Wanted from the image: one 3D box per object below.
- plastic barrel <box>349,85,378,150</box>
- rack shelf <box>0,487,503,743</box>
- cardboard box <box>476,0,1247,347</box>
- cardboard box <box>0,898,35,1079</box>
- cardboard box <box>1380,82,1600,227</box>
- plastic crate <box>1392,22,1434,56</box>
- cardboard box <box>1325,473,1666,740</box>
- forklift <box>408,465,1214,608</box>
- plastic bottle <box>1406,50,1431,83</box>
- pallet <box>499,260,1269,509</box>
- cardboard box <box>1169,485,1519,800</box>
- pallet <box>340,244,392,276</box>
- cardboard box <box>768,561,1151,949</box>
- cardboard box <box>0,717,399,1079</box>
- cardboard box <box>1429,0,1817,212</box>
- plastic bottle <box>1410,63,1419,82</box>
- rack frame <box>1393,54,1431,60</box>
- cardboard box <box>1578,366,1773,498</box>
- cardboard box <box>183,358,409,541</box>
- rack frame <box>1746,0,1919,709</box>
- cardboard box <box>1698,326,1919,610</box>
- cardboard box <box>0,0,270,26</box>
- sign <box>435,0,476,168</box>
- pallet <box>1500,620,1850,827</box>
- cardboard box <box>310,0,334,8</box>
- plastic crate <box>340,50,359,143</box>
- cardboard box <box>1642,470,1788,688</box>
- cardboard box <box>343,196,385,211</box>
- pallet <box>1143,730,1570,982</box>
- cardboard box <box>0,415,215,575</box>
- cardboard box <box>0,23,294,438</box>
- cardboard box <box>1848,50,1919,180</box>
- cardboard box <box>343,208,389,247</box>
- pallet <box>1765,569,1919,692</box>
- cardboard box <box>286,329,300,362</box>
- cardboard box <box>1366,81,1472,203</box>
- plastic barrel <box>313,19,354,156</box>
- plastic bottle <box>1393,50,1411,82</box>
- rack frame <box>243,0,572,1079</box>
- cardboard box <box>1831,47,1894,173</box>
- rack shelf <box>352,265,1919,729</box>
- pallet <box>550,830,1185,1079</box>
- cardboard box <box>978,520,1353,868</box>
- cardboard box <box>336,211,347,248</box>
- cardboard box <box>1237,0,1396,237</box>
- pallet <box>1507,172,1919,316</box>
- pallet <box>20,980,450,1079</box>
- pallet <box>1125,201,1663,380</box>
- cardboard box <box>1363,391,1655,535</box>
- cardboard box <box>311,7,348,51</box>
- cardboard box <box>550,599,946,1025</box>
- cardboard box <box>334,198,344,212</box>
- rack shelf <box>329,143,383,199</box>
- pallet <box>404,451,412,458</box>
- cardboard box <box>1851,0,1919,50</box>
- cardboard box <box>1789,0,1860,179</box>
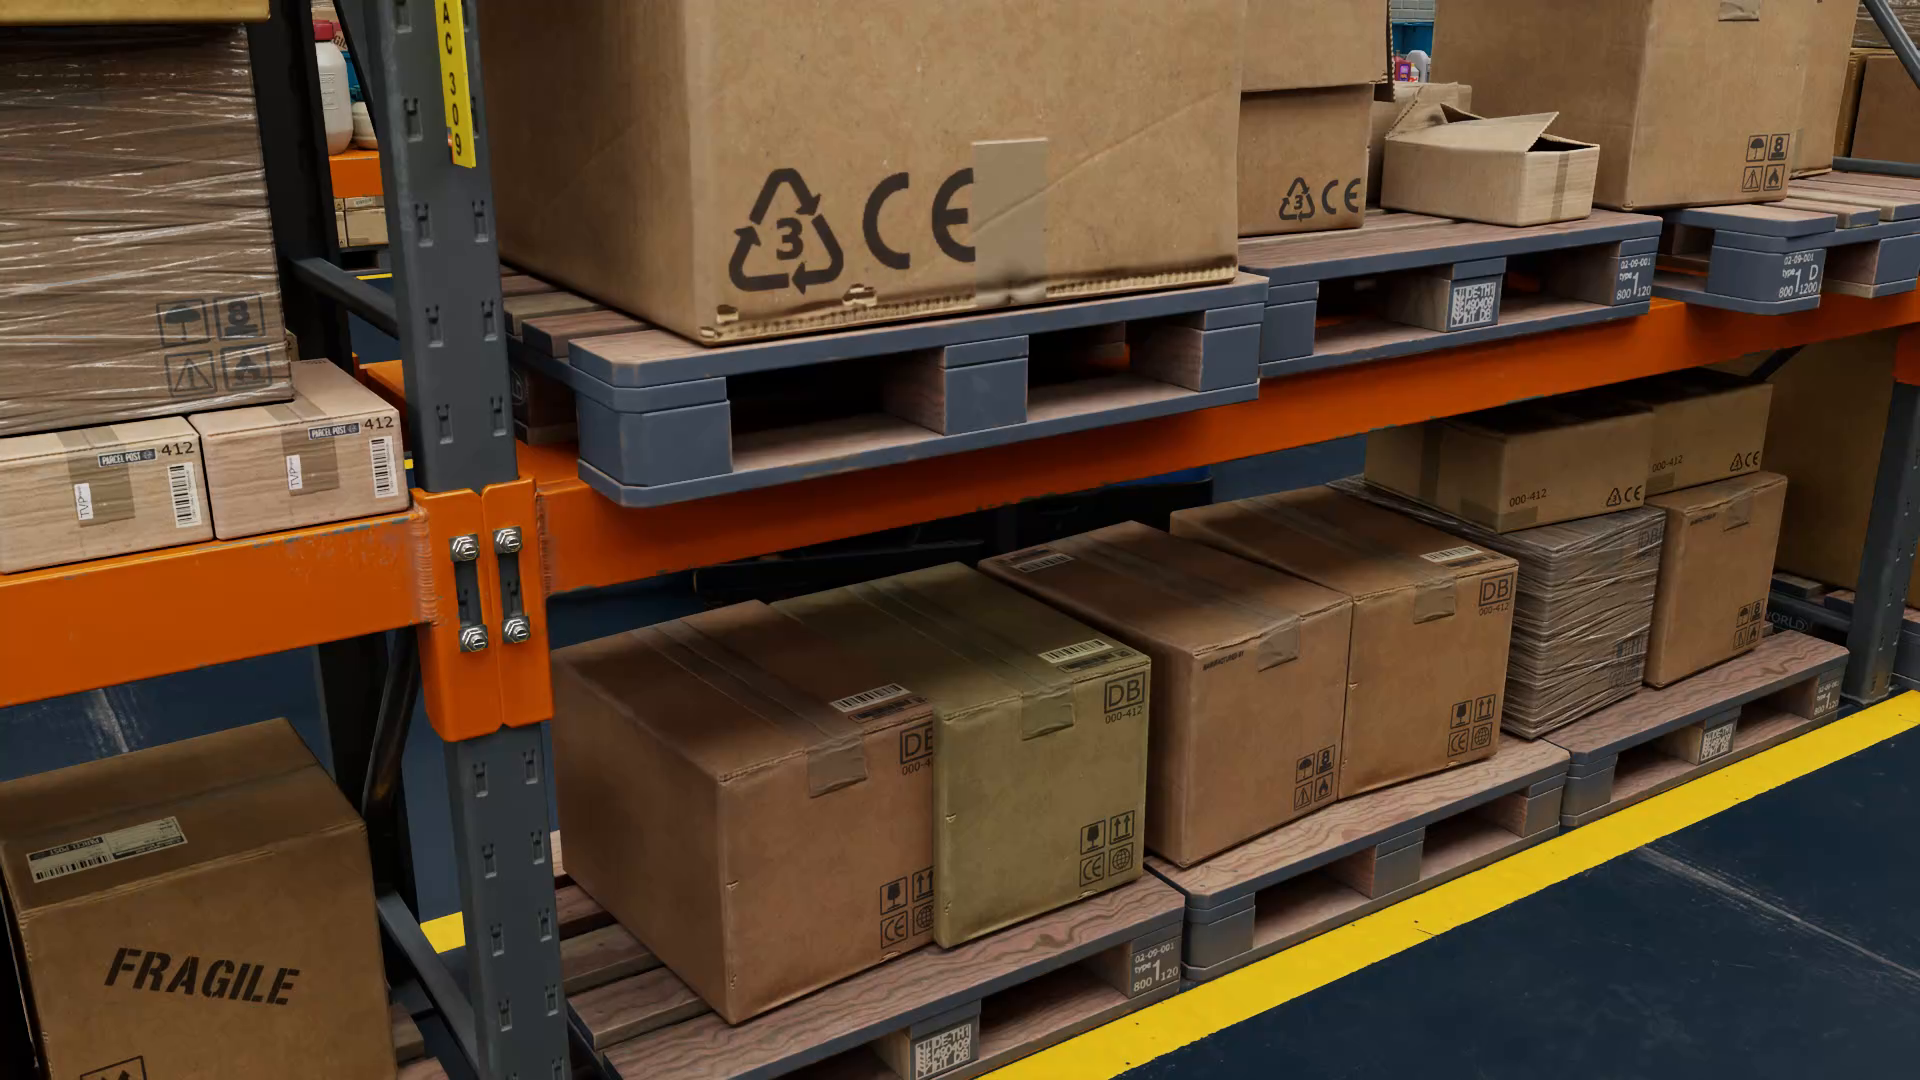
[{"bbox_3d":[-2.485,-1.825,7.177,0.301,0.262,0.301,0,19,0],"label":"plastic barrel"},{"bbox_3d":[-2.621,0.319,1.741,4.000,0.370,1.077,-12,22,-31],"label":"rack shelf"},{"bbox_3d":[-0.210,-0.960,2.807,1.000,1.000,1.000,-12,22,-31],"label":"cardboard box"},{"bbox_3d":[-1.781,0.774,2.519,0.500,0.500,0.500,-5,19,-14],"label":"cardboard box"},{"bbox_3d":[1.146,-0.848,3.623,0.258,0.266,0.396,-13,22,-33],"label":"cardboard box"},{"bbox_3d":[3.209,-3.302,11.260,0.575,0.384,0.392,-12,22,-31],"label":"plastic crate"},{"bbox_3d":[1.386,0.122,4.417,0.500,0.500,0.700,-14,23,-36],"label":"cardboard box"},{"bbox_3d":[-0.663,-1.347,5.653,3.031,2.935,1.130,-5,19,-14],"label":"forklift"},{"bbox_3d":[2.856,-2.893,10.313,0.135,0.276,0.152,-12,22,-31],"label":"plastic bottle"},{"bbox_3d":[-0.232,-0.379,2.981,1.213,0.211,1.003,-12,22,-31],"label":"pallet"},{"bbox_3d":[0.916,0.223,4.117,0.500,0.500,0.700,-10,21,-27],"label":"cardboard box"},{"bbox_3d":[-4.782,-2.060,12.008,1.213,0.211,1.003,-12,22,-31],"label":"pallet"},{"bbox_3d":[-0.017,0.420,3.534,0.500,0.500,0.700,-12,22,-32],"label":"cardboard box"},{"bbox_3d":[-1.306,0.671,2.824,0.500,0.500,0.500,-13,22,-33],"label":"cardboard box"},{"bbox_3d":[1.550,-1.094,3.985,0.500,0.500,0.700,-8,20,-23],"label":"cardboard box"},{"bbox_3d":[2.774,-2.830,10.243,0.097,0.201,0.097,0,19,0],"label":"plastic bottle"},{"bbox_3d":[3.007,-3.108,10.754,0.127,3.000,1.000,-12,22,-31],"label":"rack frame"},{"bbox_3d":[1.847,-0.332,4.589,0.500,0.250,0.500,-11,22,-29],"label":"cardboard box"},{"bbox_3d":[-0.968,-0.139,2.363,0.250,0.149,0.380,-12,22,-31],"label":"cardboard box"},{"bbox_3d":[2.390,-1.079,4.752,0.127,3.000,1.000,-12,22,-31],"label":"rack frame"},{"bbox_3d":[2.978,-0.387,5.368,0.875,0.875,1.225,-13,23,-34],"label":"cardboard box"},{"bbox_3d":[-1.175,-0.883,1.992,0.500,0.500,0.500,-12,22,-31],"label":"cardboard box"},{"bbox_3d":[-0.646,-0.640,2.104,0.005,0.325,0.100,-12,22,-31],"label":"sign"},{"bbox_3d":[1.737,0.380,4.792,1.213,0.211,1.003,-12,22,-31],"label":"pallet"},{"bbox_3d":[-6.169,-5.224,16.169,0.500,0.500,0.700,-15,24,-38],"label":"cardboard box"},{"bbox_3d":[-2.924,-1.969,7.410,0.575,0.384,0.392,-12,22,-31],"label":"plastic crate"},{"bbox_3d":[1.842,0.021,4.717,0.500,0.500,0.700,-13,23,-34],"label":"cardboard box"},{"bbox_3d":[-4.210,-2.551,11.870,0.500,0.311,0.500,-12,22,-32],"label":"cardboard box"},{"bbox_3d":[0.719,0.593,4.160,1.213,0.211,1.003,-12,22,-31],"label":"pallet"},{"bbox_3d":[-1.182,-0.097,2.240,0.250,0.149,0.380,-12,22,-31],"label":"cardboard box"},{"bbox_3d":[-1.360,-0.500,2.418,0.500,0.500,0.875,-12,22,-31],"label":"cardboard box"},{"bbox_3d":[2.946,-1.139,4.774,0.500,0.500,0.500,-11,22,-30],"label":"cardboard box"},{"bbox_3d":[-4.210,-2.288,11.966,0.500,0.250,0.500,-11,22,-30],"label":"cardboard box"},{"bbox_3d":[3.090,0.124,5.549,1.213,0.211,1.003,-12,22,-31],"label":"pallet"},{"bbox_3d":[-1.295,-0.298,2.834,0.250,0.149,0.380,-12,22,-31],"label":"cardboard box"},{"bbox_3d":[0.864,-0.973,4.017,0.500,0.250,0.500,-13,22,-33],"label":"cardboard box"},{"bbox_3d":[-2.755,-1.873,6.889,0.433,0.535,0.433,0,19,0],"label":"plastic barrel"},{"bbox_3d":[2.688,-2.844,10.155,0.133,0.283,0.061,-12,22,-31],"label":"plastic bottle"},{"bbox_3d":[-0.950,-0.374,2.668,0.127,3.000,1.000,-12,22,-31],"label":"rack frame"},{"bbox_3d":[2.666,-1.279,5.189,0.500,0.500,0.500,-11,22,-30],"label":"cardboard box"},{"bbox_3d":[0.720,-0.385,3.825,4.000,0.370,1.077,-12,22,-31],"label":"rack shelf"},{"bbox_3d":[-0.301,0.809,3.521,1.213,0.211,1.003,-12,22,-31],"label":"pallet"},{"bbox_3d":[0.450,0.322,3.826,0.500,0.500,0.700,-14,23,-36],"label":"cardboard box"},{"bbox_3d":[-4.638,-2.197,11.696,0.500,0.250,0.500,-11,22,-30],"label":"cardboard box"},{"bbox_3d":[0.447,-0.952,3.560,0.637,0.503,0.797,-9,21,-26],"label":"cardboard box"},{"bbox_3d":[1.854,-0.834,4.327,1.003,0.211,1.213,-12,22,-31],"label":"pallet"},{"bbox_3d":[-1.492,1.075,2.736,1.213,0.211,1.003,-12,22,-31],"label":"pallet"},{"bbox_3d":[0.760,-0.628,3.719,1.213,0.211,1.003,-12,22,-31],"label":"pallet"},{"bbox_3d":[1.410,-0.236,4.304,0.500,0.250,0.500,-9,21,-25],"label":"cardboard box"},{"bbox_3d":[-4.447,-3.476,11.688,0.500,0.500,0.500,-13,23,-34],"label":"cardboard box"},{"bbox_3d":[-0.426,0.499,3.300,0.500,0.500,0.700,-14,23,-36],"label":"cardboard box"},{"bbox_3d":[-4.630,-2.464,11.611,0.500,0.311,0.500,-11,22,-30],"label":"cardboard box"},{"bbox_3d":[-2.004,-1.710,7.743,4.000,0.370,1.077,-12,22,-31],"label":"rack shelf"},{"bbox_3d":[-3.040,-0.527,7.473,1.213,0.211,1.003,-12,22,-31],"label":"pallet"},{"bbox_3d":[3.010,-1.726,4.943,0.637,0.503,0.797,-11,22,-30],"label":"cardboard box"},{"bbox_3d":[1.961,-1.219,4.355,0.500,0.500,0.500,-15,24,-38],"label":"cardboard box"}]
